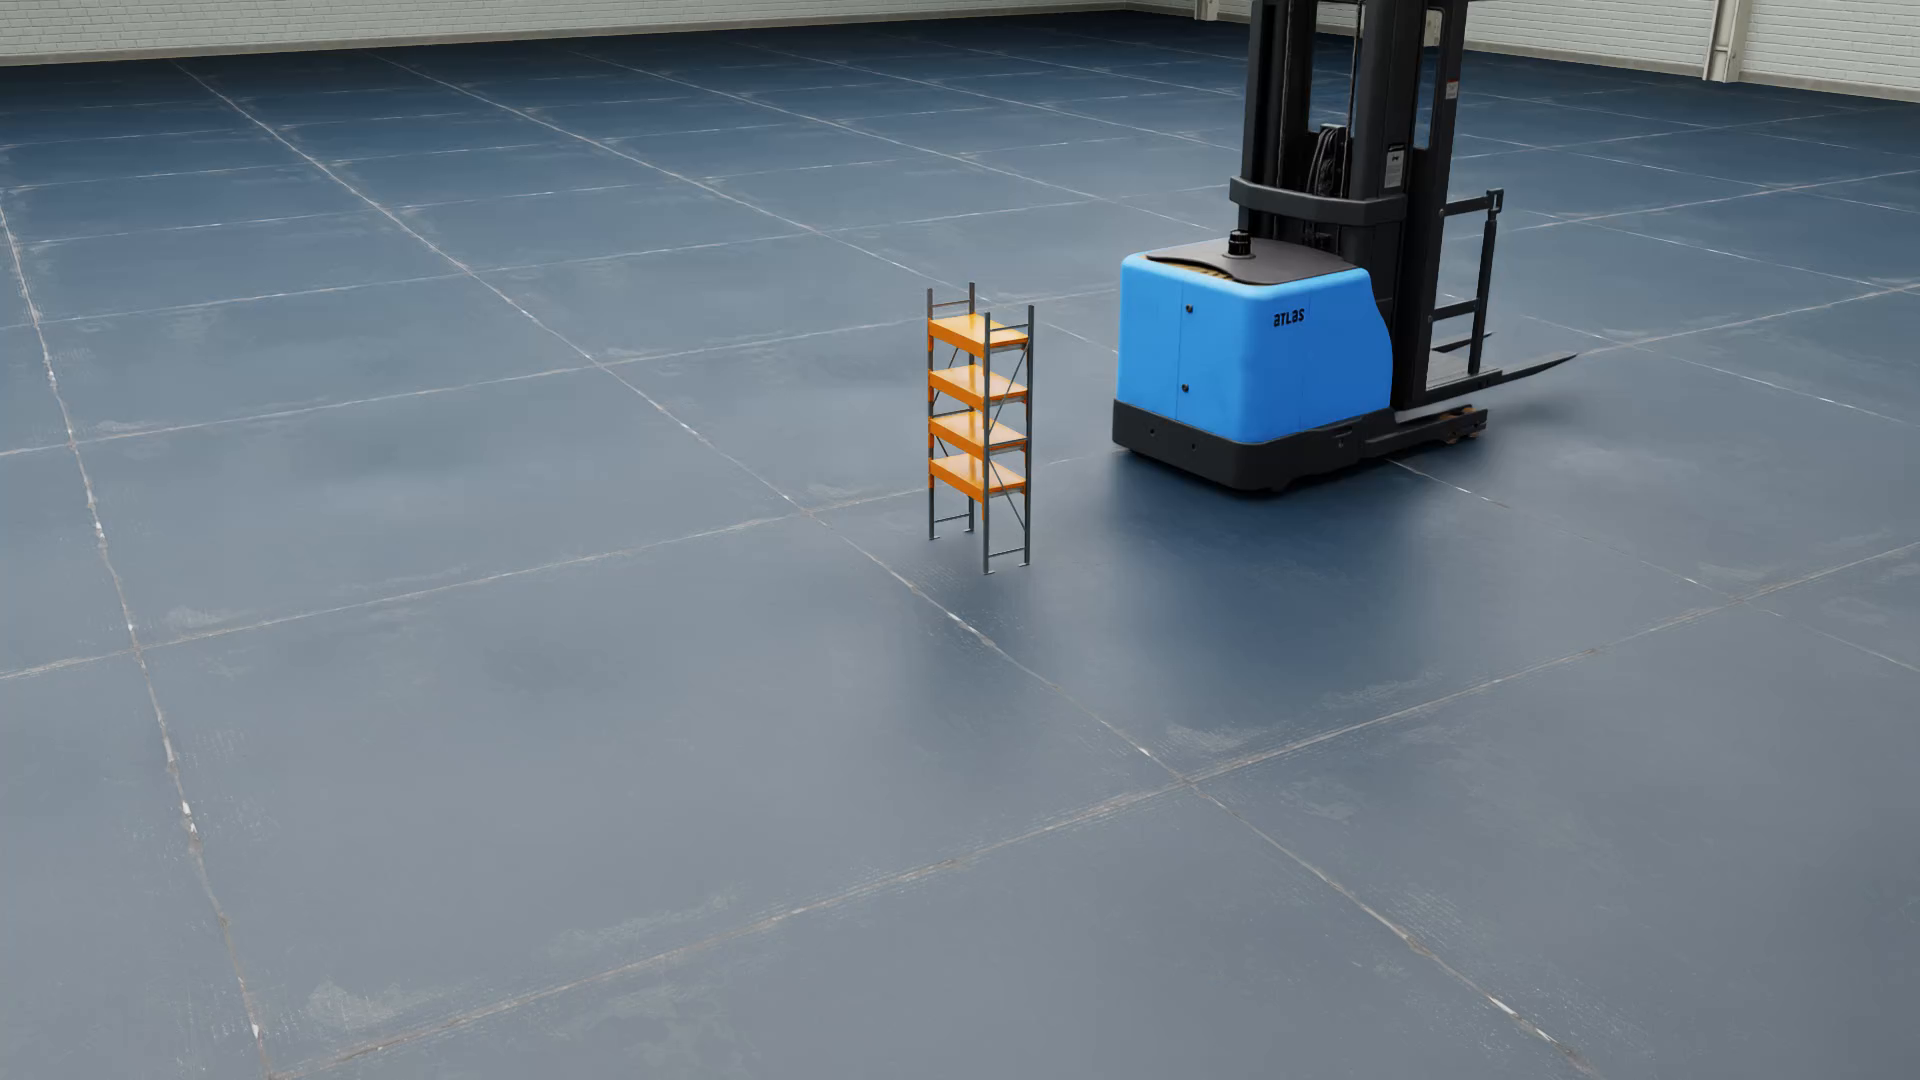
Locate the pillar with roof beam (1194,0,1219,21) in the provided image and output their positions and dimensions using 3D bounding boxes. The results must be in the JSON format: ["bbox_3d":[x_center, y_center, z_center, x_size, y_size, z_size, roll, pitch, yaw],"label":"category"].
[{"bbox_3d":[1.322,-13.961,30.209,9.100,9.000,0.400,-13,25,-28],"label":"pillar with roof beam"}]

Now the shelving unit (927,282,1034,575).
[{"bbox_3d":[0.085,-0.502,7.454,0.258,1.200,0.503,-13,25,-28],"label":"shelving unit"}]

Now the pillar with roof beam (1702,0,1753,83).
[{"bbox_3d":[7.452,-10.077,20.652,9.100,9.000,0.400,-13,25,-28],"label":"pillar with roof beam"}]

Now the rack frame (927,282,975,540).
[{"bbox_3d":[-0.040,-0.581,7.648,0.240,1.200,0.015,-13,25,-28],"label":"rack frame"}]

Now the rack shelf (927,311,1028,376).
[{"bbox_3d":[0.085,-0.866,7.306,0.258,0.148,0.480,-13,25,-28],"label":"rack shelf"}]

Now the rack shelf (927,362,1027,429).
[{"bbox_3d":[0.085,-0.647,7.395,0.258,0.148,0.480,-13,25,-28],"label":"rack shelf"}]

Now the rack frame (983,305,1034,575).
[{"bbox_3d":[0.209,-0.423,7.259,0.240,1.200,0.015,-13,25,-28],"label":"rack frame"}]

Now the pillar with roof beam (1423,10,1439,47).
[{"bbox_3d":[4.387,-12.019,25.431,9.100,9.000,0.400,-13,25,-28],"label":"pillar with roof beam"}]

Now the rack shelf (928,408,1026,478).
[{"bbox_3d":[0.085,-0.440,7.479,0.258,0.148,0.480,-13,25,-28],"label":"rack shelf"}]

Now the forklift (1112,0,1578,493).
[{"bbox_3d":[2.297,-2.022,8.895,3.031,2.935,1.130,-16,27,-34],"label":"forklift"}]

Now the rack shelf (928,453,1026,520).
[{"bbox_3d":[0.085,-0.256,7.554,0.258,0.148,0.480,-13,25,-28],"label":"rack shelf"}]
